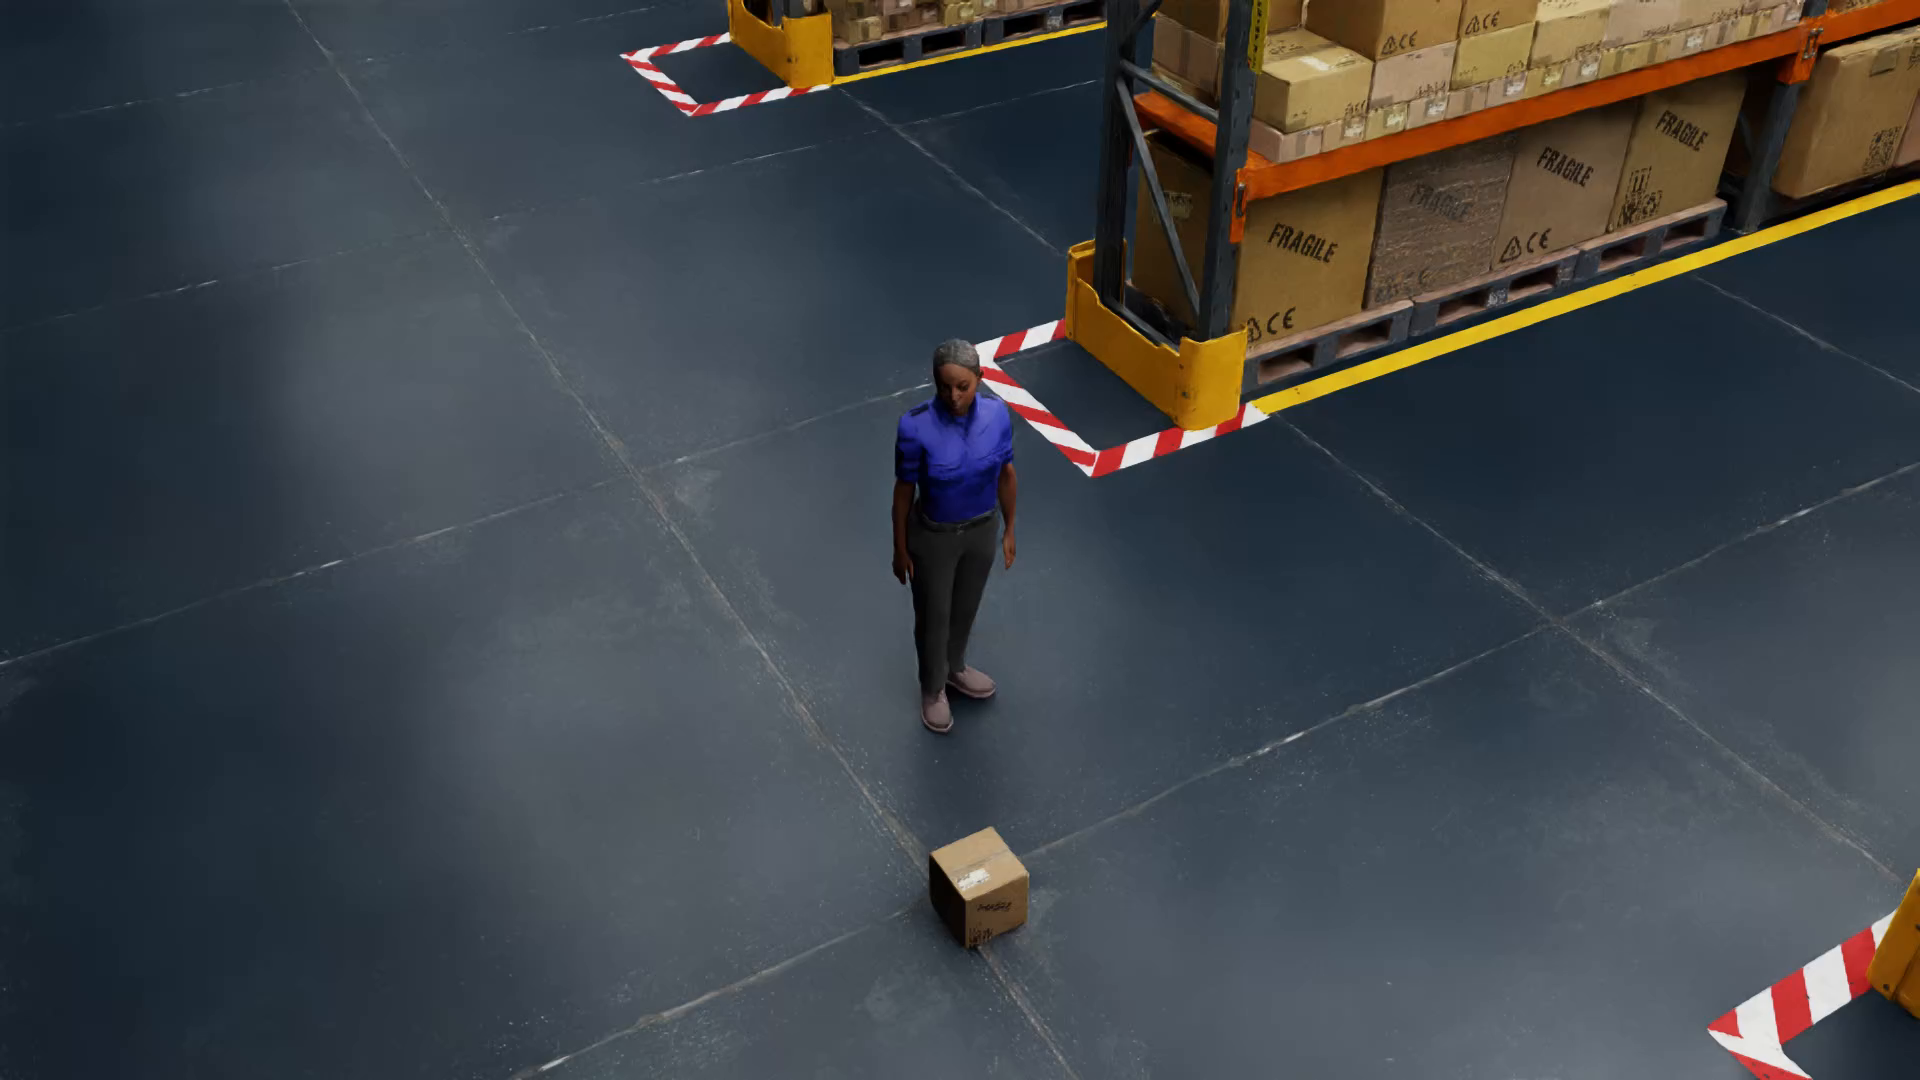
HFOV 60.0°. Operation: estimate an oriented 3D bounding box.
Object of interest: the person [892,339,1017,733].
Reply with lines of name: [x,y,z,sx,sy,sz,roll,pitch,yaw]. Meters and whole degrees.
person: [-0.031,-0.023,6.169,0.482,1.669,0.361,-18,41,-22]
